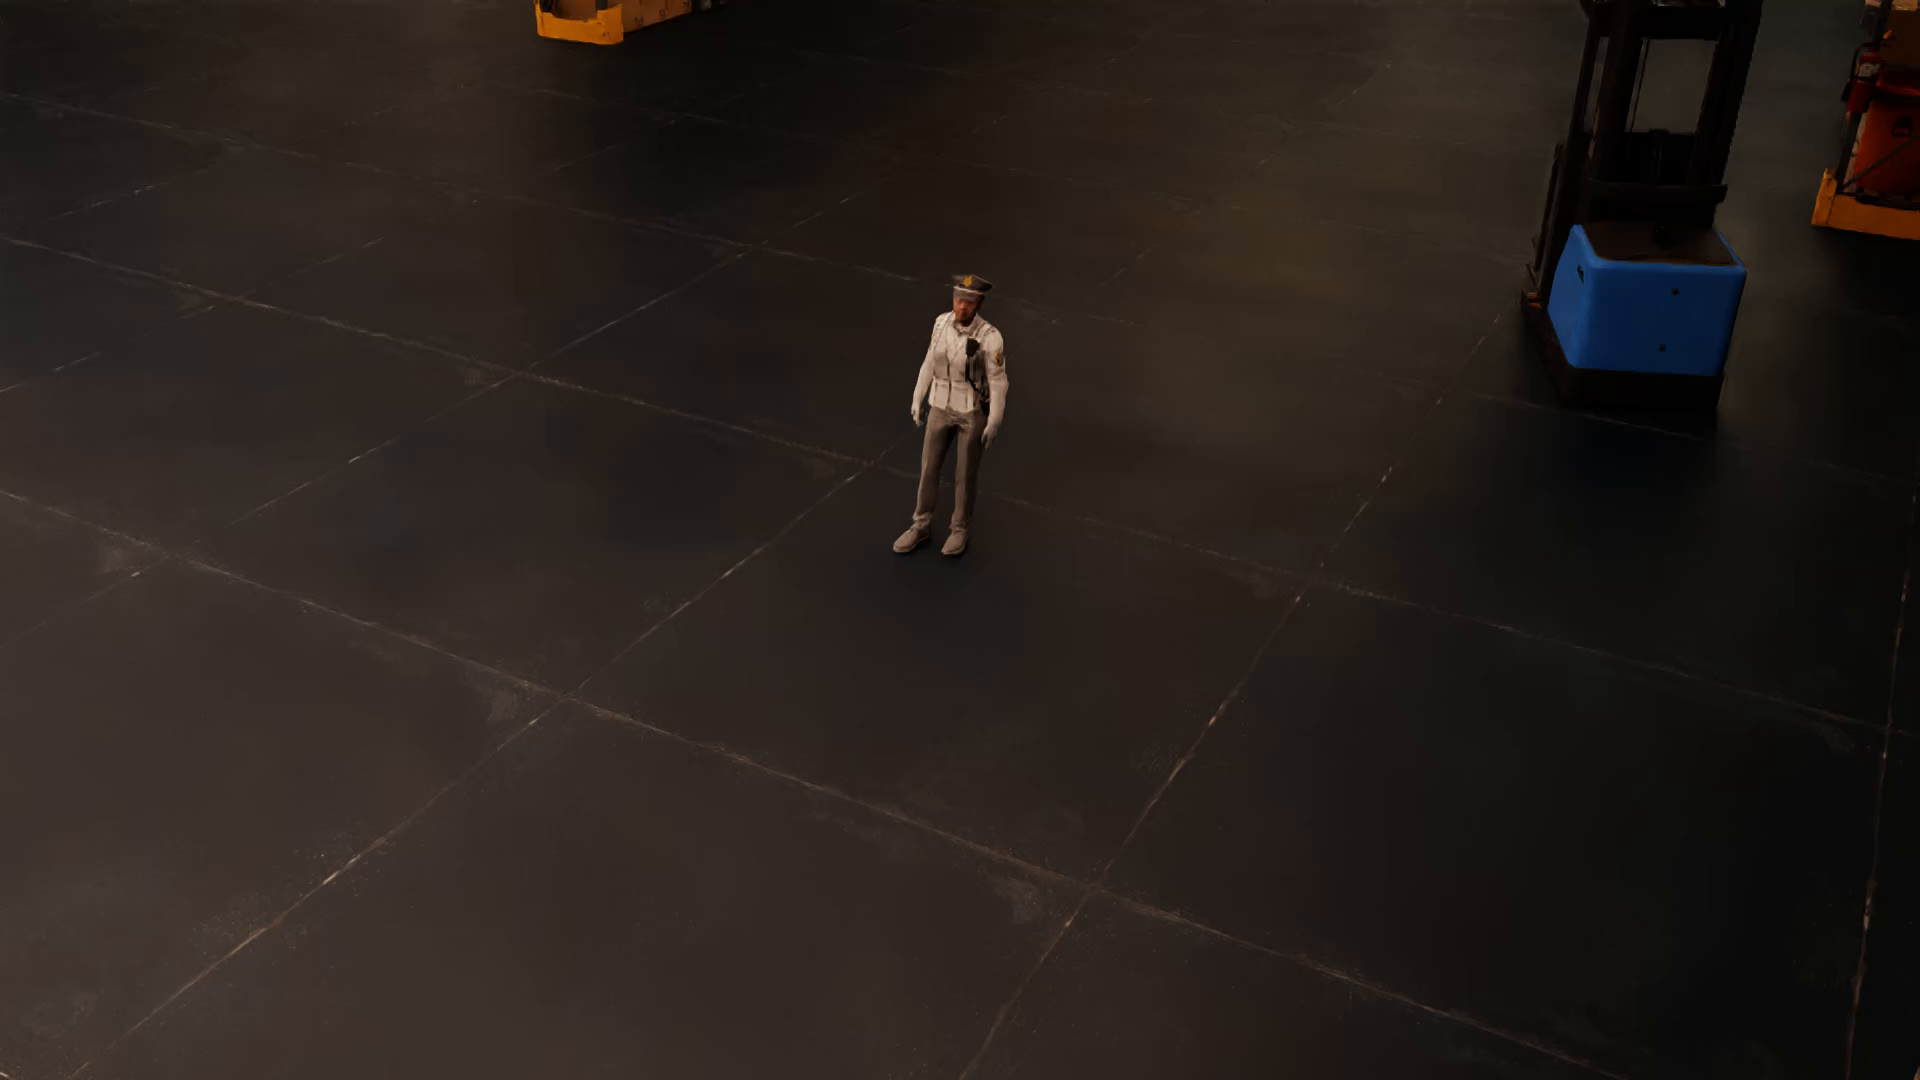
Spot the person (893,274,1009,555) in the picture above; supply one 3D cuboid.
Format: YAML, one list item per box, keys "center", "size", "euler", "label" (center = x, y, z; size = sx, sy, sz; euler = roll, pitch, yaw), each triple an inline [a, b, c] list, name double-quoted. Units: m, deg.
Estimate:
- center: [-0.039, -0.712, 9.527]
  size: [0.586, 1.695, 0.533]
  euler: [15, 33, 25]
  label: "person"

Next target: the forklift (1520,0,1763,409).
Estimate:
- center: [4.932, -2.889, 12.076]
  size: [1.130, 2.935, 3.031]
  euler: [4, 30, 8]
  label: "forklift"
